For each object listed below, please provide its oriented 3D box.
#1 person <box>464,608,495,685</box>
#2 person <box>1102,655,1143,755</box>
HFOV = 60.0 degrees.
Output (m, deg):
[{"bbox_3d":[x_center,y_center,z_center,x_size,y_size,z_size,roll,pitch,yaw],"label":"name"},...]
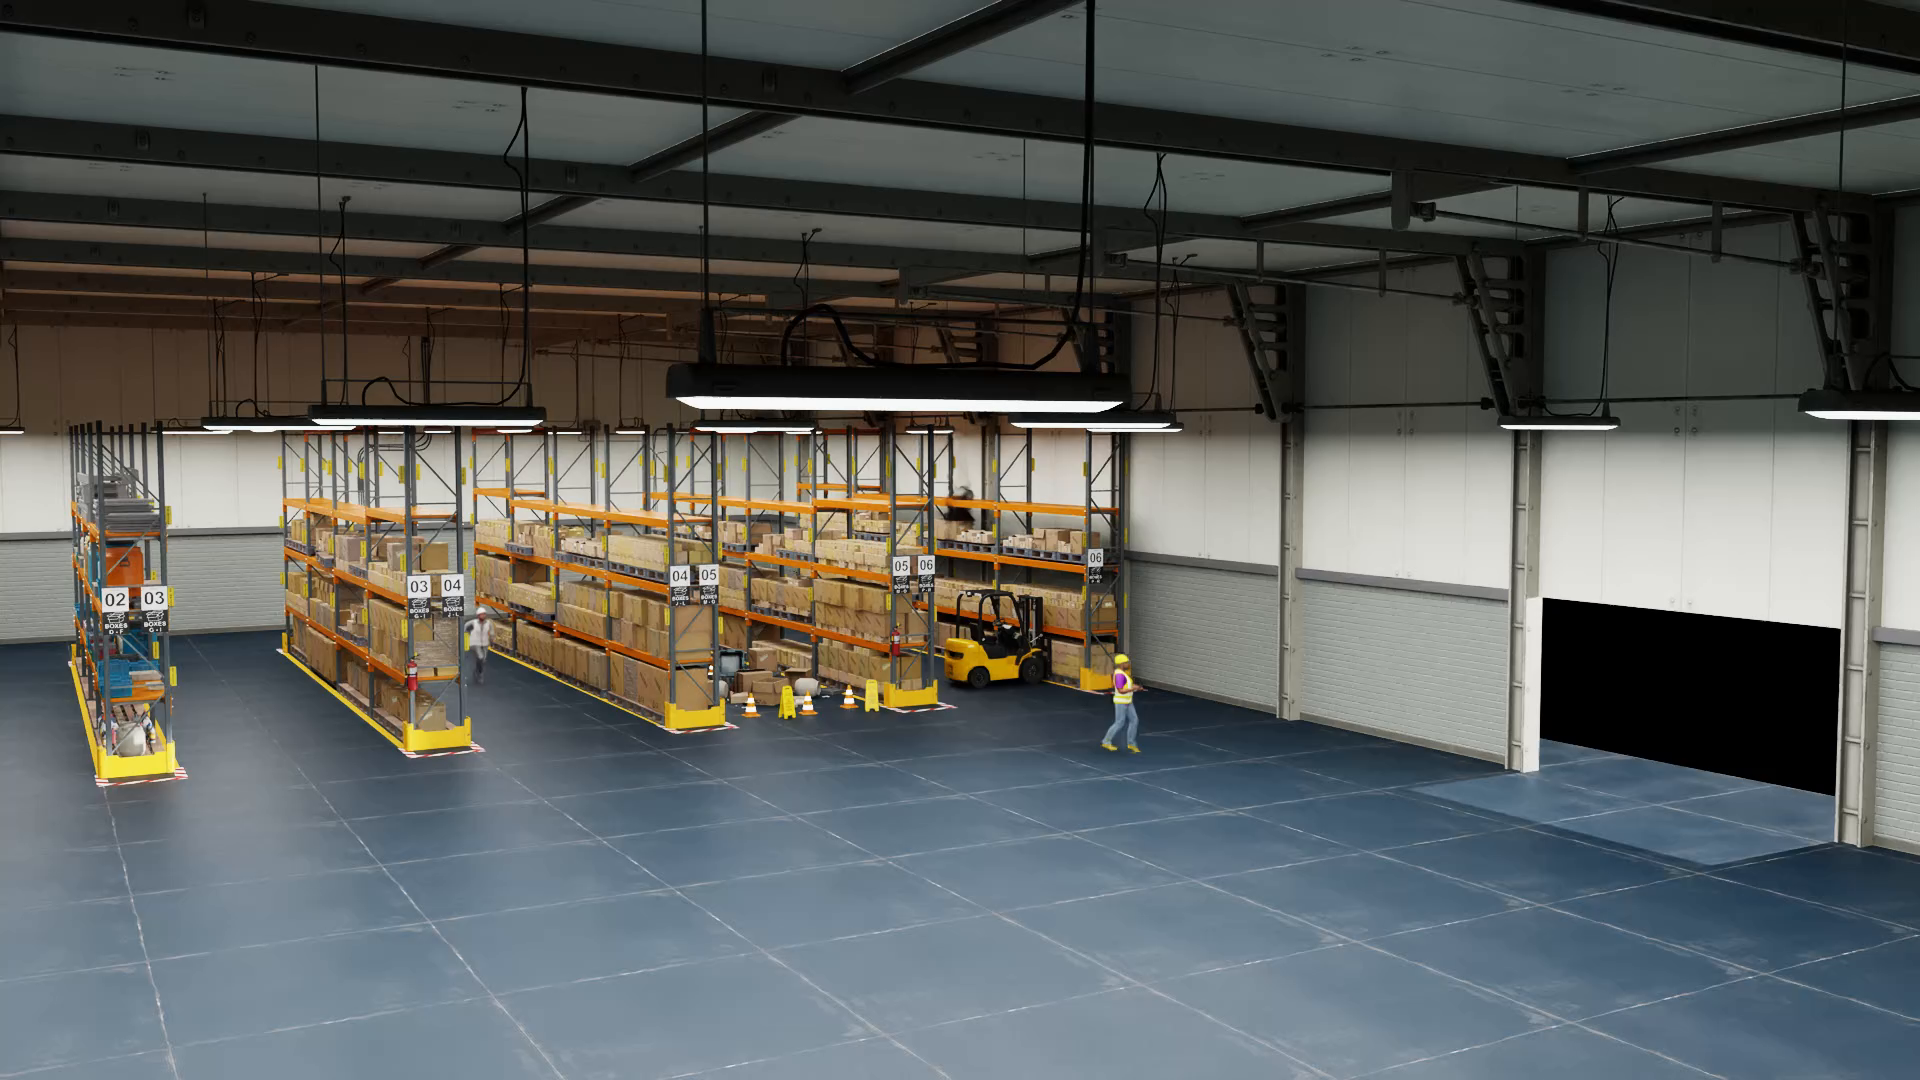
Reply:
[{"bbox_3d":[-11.166,2.454,38.650,0.681,1.779,0.821,-2,4,-34],"label":"person"},{"bbox_3d":[2.936,2.977,30.029,0.738,1.823,0.677,1,4,18],"label":"person"}]
